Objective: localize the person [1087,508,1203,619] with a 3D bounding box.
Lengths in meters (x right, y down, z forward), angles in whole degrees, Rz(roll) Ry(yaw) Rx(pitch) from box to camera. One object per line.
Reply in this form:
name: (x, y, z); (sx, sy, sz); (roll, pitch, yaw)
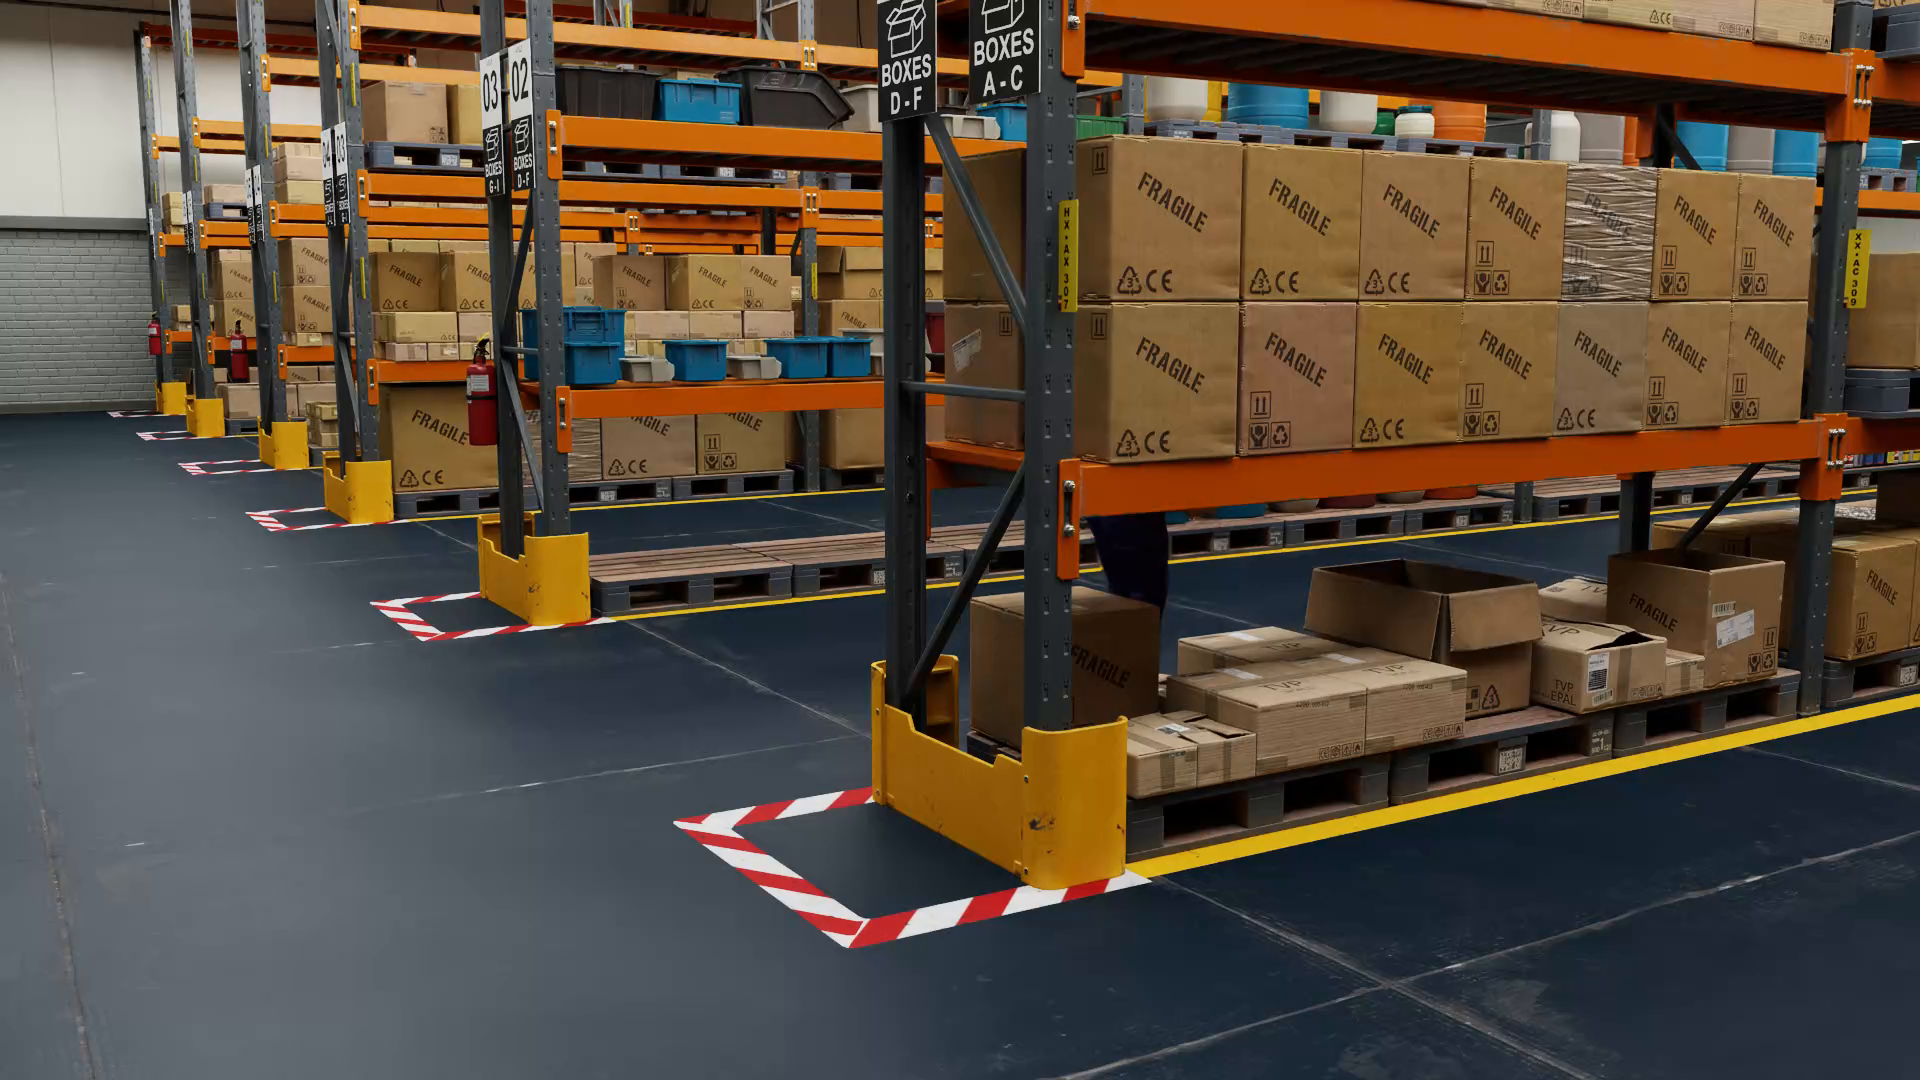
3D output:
person: (0.862, -0.108, 7.704); (0.529, 1.634, 0.435); (-3, 9, -19)
